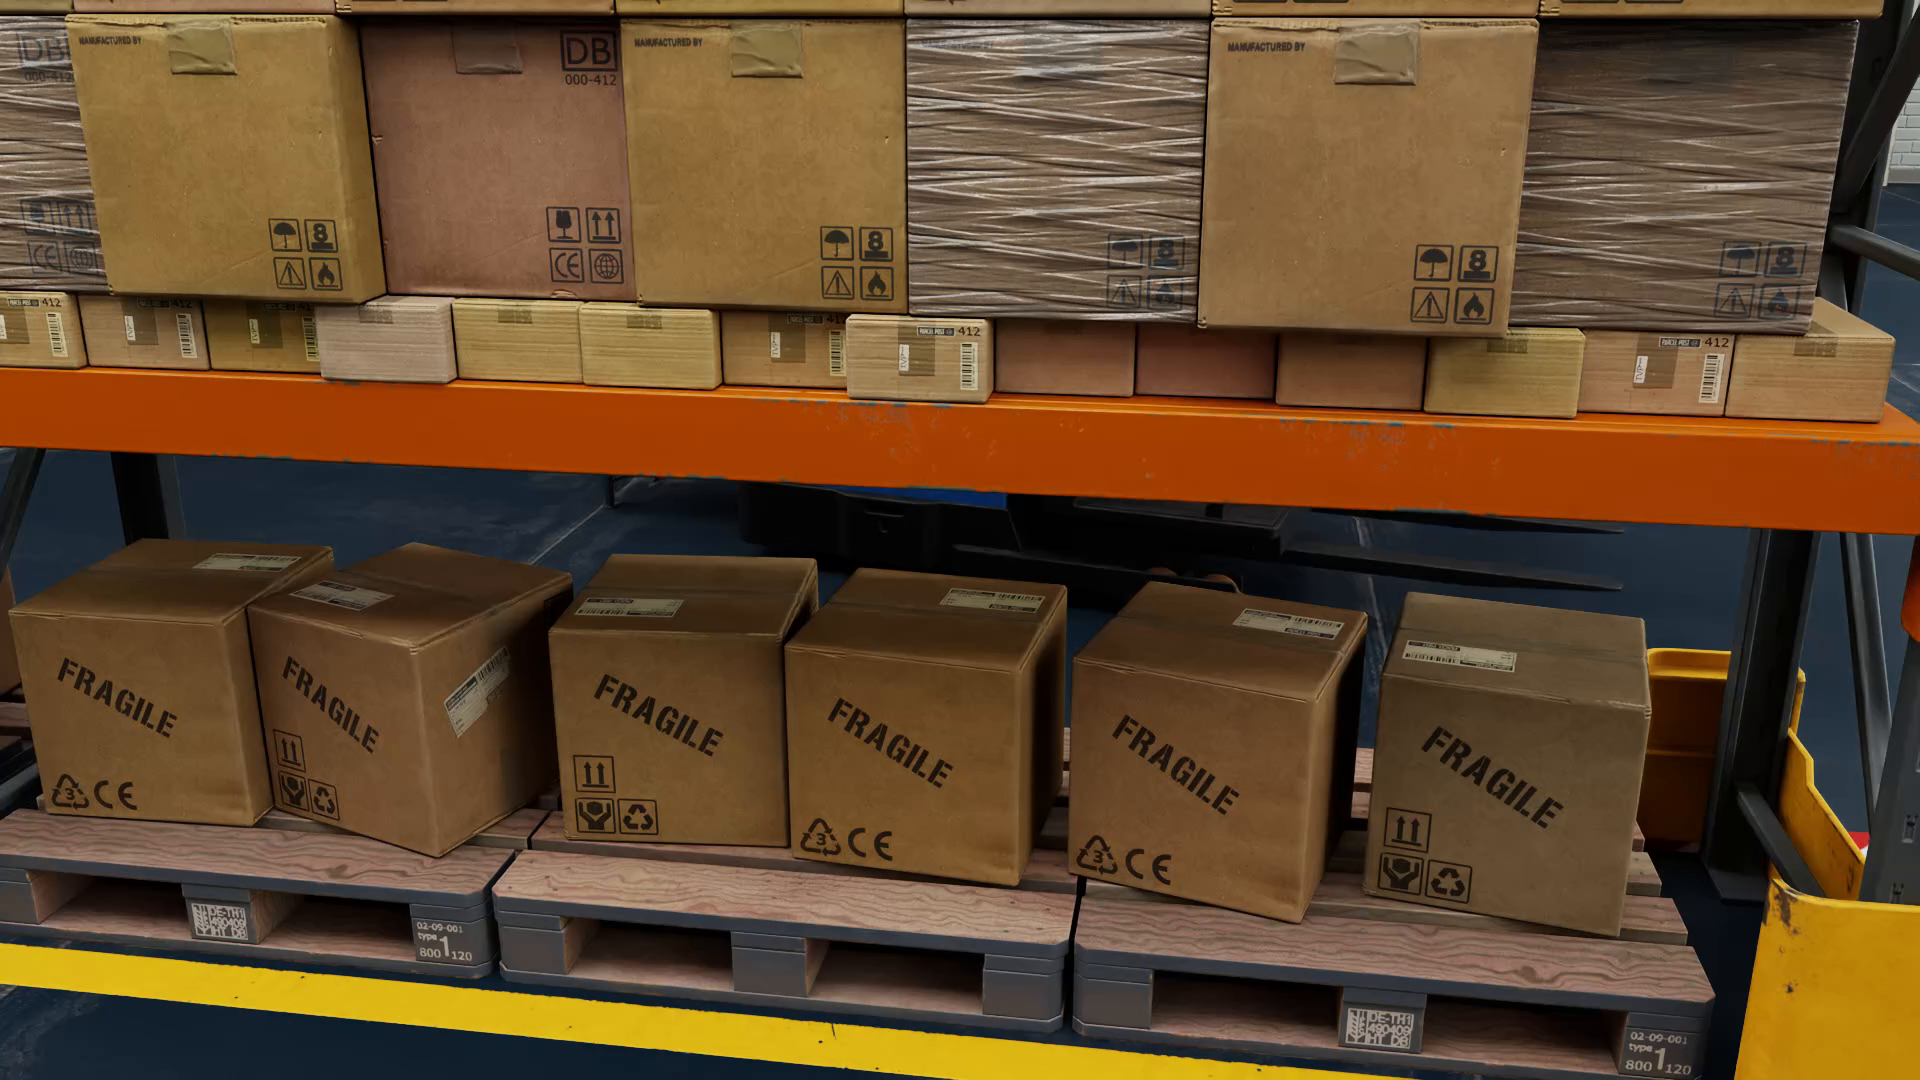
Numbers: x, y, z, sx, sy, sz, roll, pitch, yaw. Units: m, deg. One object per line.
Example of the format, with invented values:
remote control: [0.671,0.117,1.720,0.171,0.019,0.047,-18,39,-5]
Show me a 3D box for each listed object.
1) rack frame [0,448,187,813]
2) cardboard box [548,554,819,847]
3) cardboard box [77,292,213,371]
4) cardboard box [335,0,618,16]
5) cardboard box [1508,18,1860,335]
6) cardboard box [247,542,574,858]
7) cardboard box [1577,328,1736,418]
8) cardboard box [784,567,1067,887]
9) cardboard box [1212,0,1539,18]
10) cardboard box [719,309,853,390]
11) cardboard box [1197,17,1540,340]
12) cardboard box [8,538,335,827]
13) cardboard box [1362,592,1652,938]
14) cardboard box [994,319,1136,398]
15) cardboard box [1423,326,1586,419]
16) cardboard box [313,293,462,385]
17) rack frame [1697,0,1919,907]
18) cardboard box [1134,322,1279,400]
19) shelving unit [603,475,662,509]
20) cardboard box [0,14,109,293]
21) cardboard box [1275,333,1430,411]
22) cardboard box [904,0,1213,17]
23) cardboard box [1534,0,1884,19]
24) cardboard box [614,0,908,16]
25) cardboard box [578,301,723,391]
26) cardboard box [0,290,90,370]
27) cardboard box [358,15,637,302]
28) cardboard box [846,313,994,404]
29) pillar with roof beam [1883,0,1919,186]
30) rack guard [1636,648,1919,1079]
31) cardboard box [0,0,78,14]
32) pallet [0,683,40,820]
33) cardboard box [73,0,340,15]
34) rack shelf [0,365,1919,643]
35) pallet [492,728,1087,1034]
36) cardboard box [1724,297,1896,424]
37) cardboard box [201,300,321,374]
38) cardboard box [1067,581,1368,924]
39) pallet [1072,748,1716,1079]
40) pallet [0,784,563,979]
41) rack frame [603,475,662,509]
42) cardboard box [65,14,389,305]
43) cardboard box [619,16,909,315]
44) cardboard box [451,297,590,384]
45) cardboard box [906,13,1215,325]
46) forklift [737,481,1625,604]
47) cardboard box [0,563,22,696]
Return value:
rack frame: [-2.185,-0.700,3.667,0.127,3.000,1.000,3,19,9]
cardboard box: [-0.604,0.352,3.801,0.500,0.500,0.500,1,19,4]
cardboard box: [-1.525,-0.455,3.332,0.250,0.149,0.380,3,19,9]
cardboard box: [-0.794,-1.210,2.990,0.500,0.500,0.500,3,19,9]
cardboard box: [1.226,-0.723,3.111,0.500,0.500,0.875,3,19,9]
cardboard box: [-1.230,0.346,3.821,0.500,0.500,0.500,9,21,26]
cardboard box: [1.203,-0.342,2.993,0.250,0.149,0.380,3,19,9]
cardboard box: [-0.060,0.394,3.675,0.500,0.500,0.500,5,19,14]
cardboard box: [0.687,-1.135,2.765,0.500,0.500,0.500,3,19,9]
cardboard box: [-0.283,-0.406,3.185,0.250,0.149,0.380,3,19,9]
cardboard box: [0.713,-0.711,3.074,0.500,0.500,0.875,3,19,9]
cardboard box: [-1.797,0.319,3.900,0.500,0.500,0.500,2,19,7]
cardboard box: [1.150,0.451,3.505,0.500,0.500,0.500,7,20,19]
cardboard box: [0.213,-0.387,3.128,0.250,0.149,0.380,3,19,9]
cardboard box: [0.948,-0.338,2.983,0.250,0.149,0.380,3,19,9]
cardboard box: [-1.036,-0.420,3.227,0.250,0.149,0.380,3,19,9]
rack frame: [1.764,-0.498,3.066,0.127,3.000,1.000,3,19,9]
cardboard box: [0.464,-0.381,3.111,0.250,0.149,0.380,3,19,9]
shelving unit: [-0.999,-0.852,6.486,0.755,1.500,0.431,7,20,20]
cardboard box: [-1.751,-0.846,3.479,0.500,0.500,0.875,3,19,9]
cardboard box: [0.704,-0.356,3.035,0.250,0.149,0.380,3,19,9]
cardboard box: [0.194,-1.161,2.843,0.500,0.500,0.500,3,19,9]
cardboard box: [1.182,-1.111,2.695,0.500,0.500,0.500,3,19,9]
cardboard box: [-0.298,-1.188,2.925,0.500,0.500,0.500,3,19,9]
cardboard box: [-0.537,-0.404,3.180,0.250,0.149,0.380,3,19,9]
cardboard box: [-1.776,-0.459,3.343,0.250,0.149,0.380,3,19,9]
cardboard box: [-0.753,-0.816,3.389,0.500,0.500,0.875,3,19,9]
cardboard box: [-0.048,-0.372,3.082,0.250,0.149,0.380,3,19,9]
pillar with roof beam: [8.816,-6.670,12.056,0.400,9.000,9.100,3,19,9]
rack guard: [1.689,0.683,3.474,0.348,0.500,1.175,3,19,9]
cardboard box: [-1.781,-1.260,3.140,0.500,0.500,0.500,3,19,9]
pallet: [-2.954,0.584,4.225,1.213,0.211,1.003,3,19,9]
cardboard box: [-1.287,-1.235,3.066,0.500,0.500,0.500,3,19,9]
rack shelf: [-0.210,-0.258,3.481,4.000,0.370,1.077,3,19,9]
pallet: [-0.308,0.706,3.860,1.213,0.211,1.003,3,19,9]
cardboard box: [1.450,-0.329,2.955,0.250,0.149,0.380,3,19,9]
cardboard box: [-1.276,-0.445,3.303,0.250,0.149,0.380,3,19,9]
cardboard box: [0.555,0.432,3.563,0.500,0.500,0.500,8,20,23]
pallet: [0.893,0.768,3.675,1.213,0.211,1.003,3,19,9]
pallet: [-1.516,0.645,4.042,1.213,0.211,1.003,3,19,9]
rack frame: [-1.340,-0.894,6.612,0.023,1.500,0.400,7,20,20]
cardboard box: [-1.263,-0.810,3.370,0.500,0.500,0.875,3,19,9]
cardboard box: [-0.266,-0.778,3.276,0.500,0.500,0.875,3,19,9]
cardboard box: [-0.783,-0.420,3.228,0.250,0.149,0.380,3,19,9]
cardboard box: [0.226,-0.750,3.189,0.500,0.500,0.875,3,19,9]
forklift: [0.760,-1.300,5.570,3.031,2.935,1.130,7,20,20]
cardboard box: [-2.788,0.239,4.107,0.500,0.500,0.700,1,19,4]
